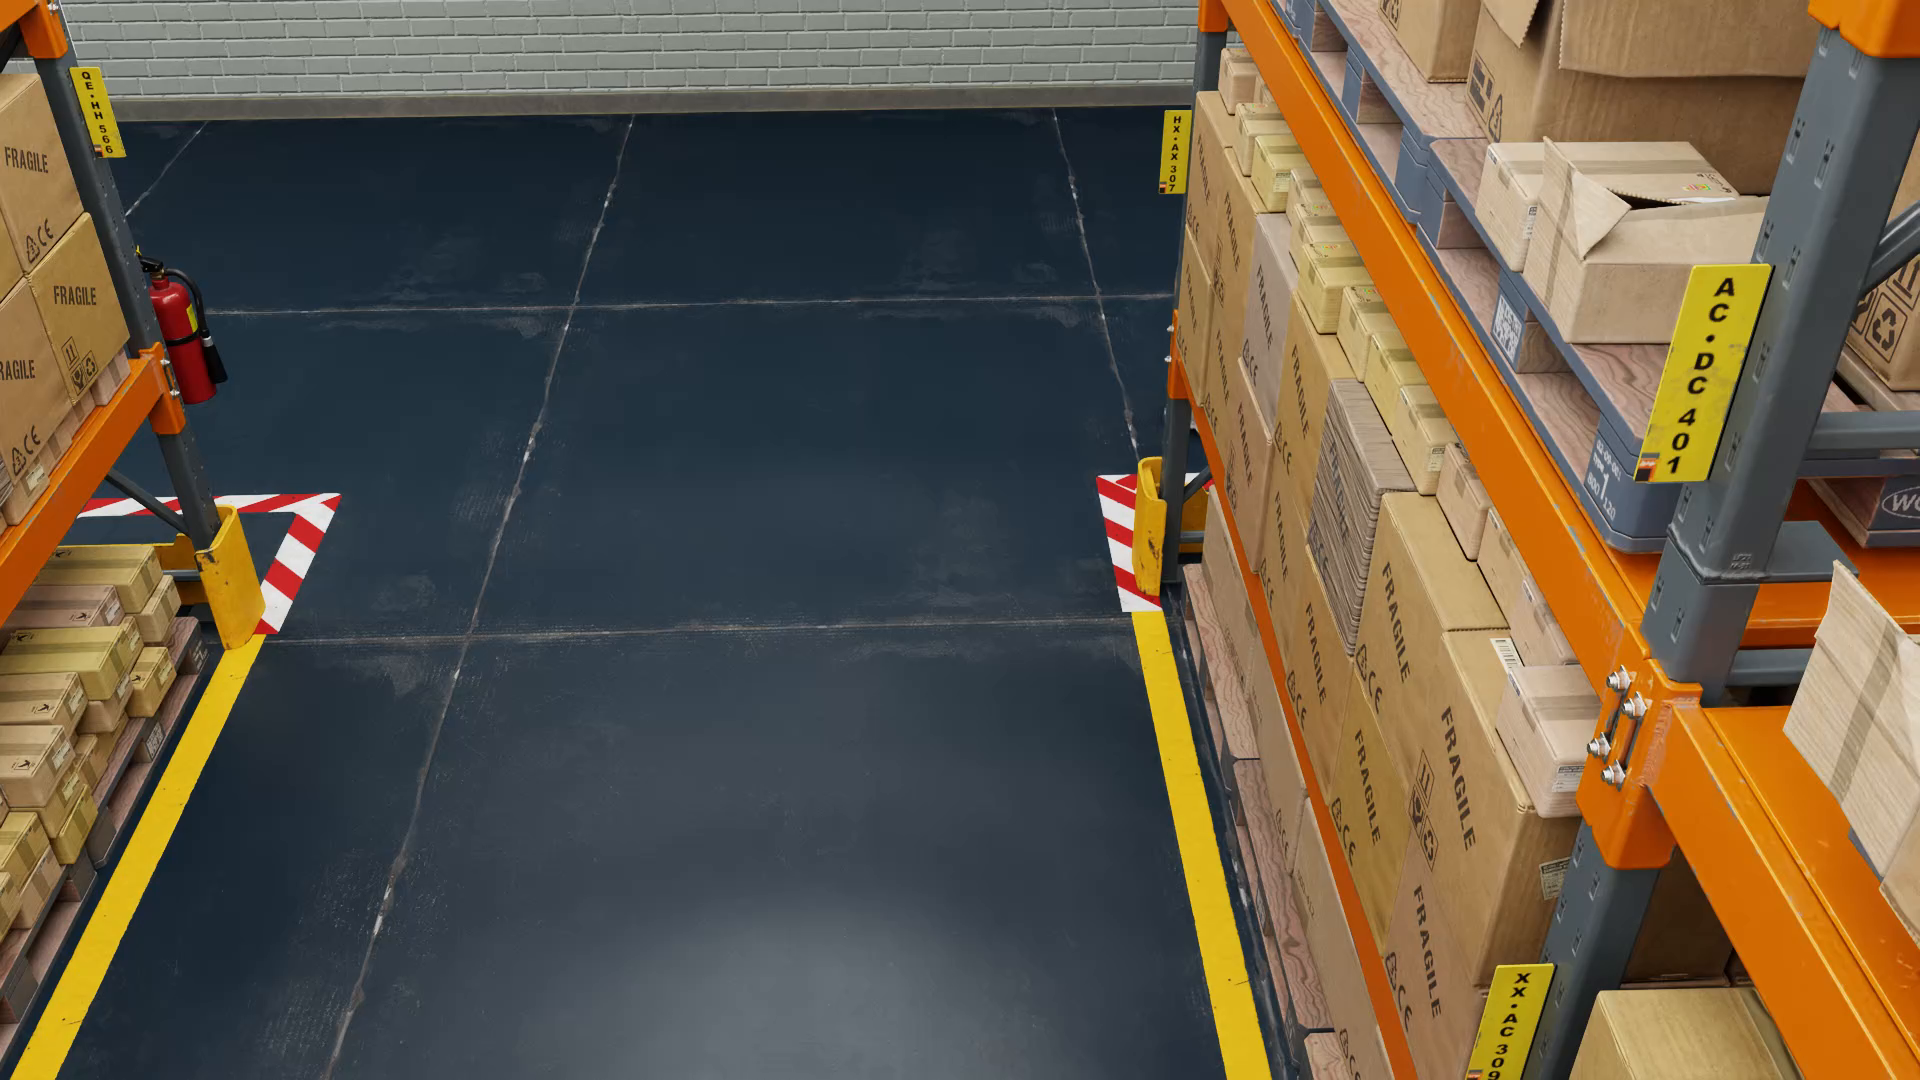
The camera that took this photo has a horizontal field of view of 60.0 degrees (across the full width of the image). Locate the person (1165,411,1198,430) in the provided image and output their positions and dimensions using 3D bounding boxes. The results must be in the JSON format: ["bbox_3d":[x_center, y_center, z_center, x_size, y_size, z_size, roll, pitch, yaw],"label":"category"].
[{"bbox_3d":[1.252,-1.277,7.938,0.373,1.663,0.489,26,43,32],"label":"person"}]
